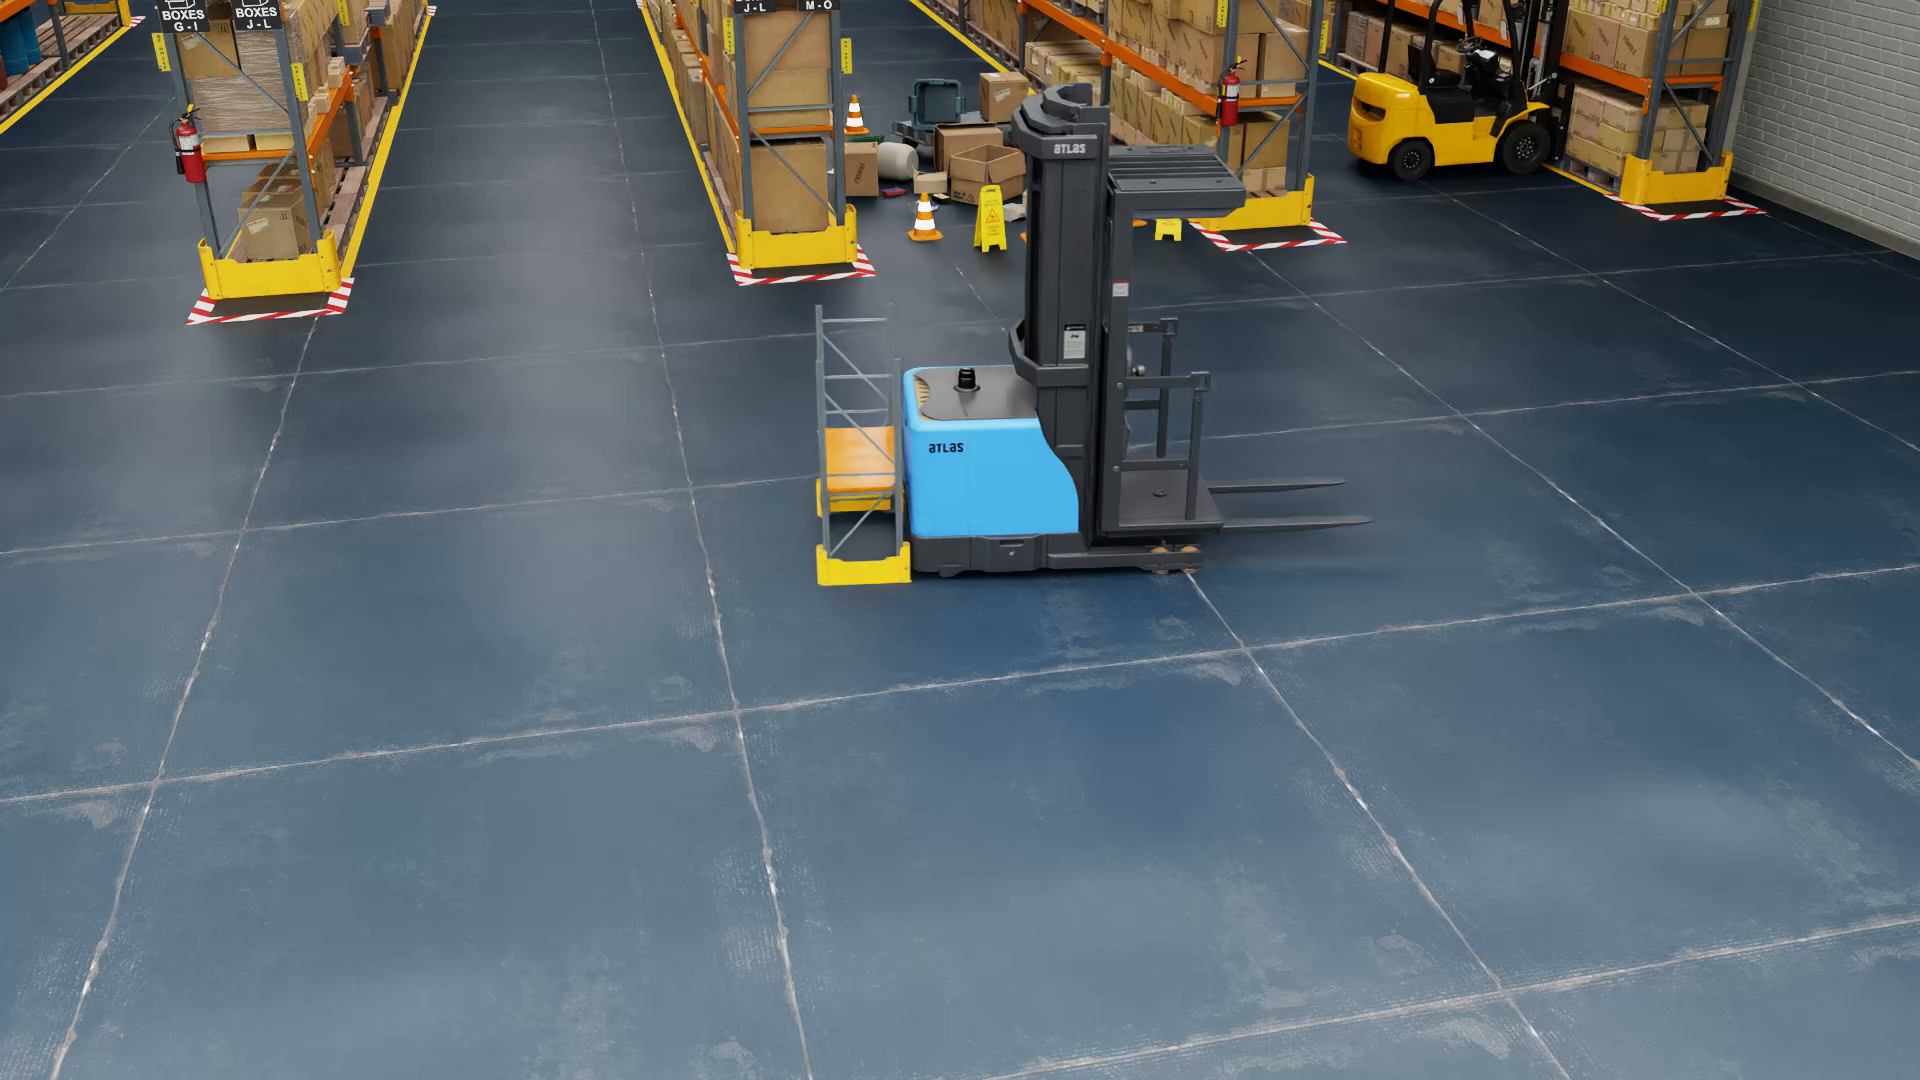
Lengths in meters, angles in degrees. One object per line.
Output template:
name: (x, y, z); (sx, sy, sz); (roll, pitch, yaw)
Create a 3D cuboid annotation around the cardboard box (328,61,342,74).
cardboard box: (-7.003, -5.154, 18.258); (0.380, 0.149, 0.250); (-6, 27, -12)

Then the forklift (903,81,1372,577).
forklift: (1.156, -1.327, 10.473); (3.031, 2.935, 1.130); (-2, 27, -4)

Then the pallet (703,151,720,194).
pallet: (-2.435, -4.314, 19.410); (1.003, 0.211, 1.213); (-6, 27, -12)

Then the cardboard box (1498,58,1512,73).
cardboard box: (7.014, -5.890, 20.913); (0.500, 0.250, 0.500); (-6, 27, -12)

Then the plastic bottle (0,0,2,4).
plastic bottle: (-13.207, -7.471, 22.707); (0.152, 0.276, 0.135); (-6, 27, -12)

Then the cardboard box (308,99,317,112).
cardboard box: (-6.604, -4.271, 16.508); (0.380, 0.149, 0.250); (-6, 27, -12)

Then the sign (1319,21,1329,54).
sign: (3.700, -5.133, 16.977); (0.100, 0.325, 0.005); (-6, 27, -12)

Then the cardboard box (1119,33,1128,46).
cardboard box: (2.136, -6.059, 20.051); (0.380, 0.149, 0.250); (-5, 27, -10)

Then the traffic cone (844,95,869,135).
traffic cone: (-1.361, -5.510, 21.500); (0.336, 0.463, 0.334); (-6, 27, -12)

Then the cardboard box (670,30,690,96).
cardboard box: (-3.382, -6.563, 22.802); (1.050, 0.750, 0.750); (-6, 27, -12)

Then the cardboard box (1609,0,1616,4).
cardboard box: (7.566, -6.134, 18.760); (0.380, 0.149, 0.250); (-6, 27, -11)

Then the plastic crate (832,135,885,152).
plastic crate: (-1.214, -4.728, 20.191); (0.450, 0.188, 0.662); (-2, 25, 20)

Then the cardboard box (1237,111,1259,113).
cardboard box: (3.131, -4.608, 18.651); (0.500, 0.500, 0.500); (-7, 28, -14)

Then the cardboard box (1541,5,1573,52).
cardboard box: (7.292, -6.105, 19.751); (0.500, 0.500, 0.500); (-6, 27, -11)

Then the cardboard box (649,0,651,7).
cardboard box: (-5.276, -9.483, 29.253); (0.380, 0.149, 0.250); (-6, 27, -11)

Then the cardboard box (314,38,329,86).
cardboard box: (-7.054, -4.983, 17.198); (0.875, 0.500, 0.500); (-6, 27, -12)

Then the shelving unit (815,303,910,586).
shelving unit: (-0.649, -0.632, 10.684); (0.587, 1.500, 1.083); (-2, 27, -4)

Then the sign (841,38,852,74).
sign: (-1.086, -4.620, 15.873); (0.100, 0.325, 0.005); (-6, 27, -12)

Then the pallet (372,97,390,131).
pallet: (-8.112, -5.609, 21.976); (1.003, 0.211, 1.213); (-6, 27, -12)

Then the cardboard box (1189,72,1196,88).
cardboard box: (2.677, -4.937, 17.827); (0.380, 0.149, 0.250); (-6, 27, -12)

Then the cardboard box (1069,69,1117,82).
cardboard box: (1.984, -6.007, 22.120); (0.950, 0.372, 0.625); (-4, 27, -8)

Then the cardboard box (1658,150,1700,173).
cardboard box: (8.087, -4.393, 19.056); (0.500, 0.250, 0.500); (-6, 27, -11)

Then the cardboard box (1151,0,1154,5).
cardboard box: (2.545, -6.187, 18.475); (0.700, 0.500, 0.500); (-6, 27, -12)

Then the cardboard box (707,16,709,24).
cardboard box: (-2.435, -5.807, 19.106); (0.875, 0.550, 0.550); (-6, 27, -12)

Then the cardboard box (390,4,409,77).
cardboard box: (-8.615, -7.134, 23.793); (1.225, 0.875, 0.875); (-6, 27, -11)

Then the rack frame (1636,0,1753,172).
rack frame: (8.007, -5.197, 18.065); (1.000, 3.000, 0.127); (-6, 27, -12)

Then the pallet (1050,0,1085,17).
pallet: (1.855, -7.253, 22.351); (1.003, 0.211, 1.213); (-6, 27, -12)

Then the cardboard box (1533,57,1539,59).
cardboard box: (7.534, -5.943, 21.017); (0.500, 0.250, 0.500); (-6, 27, -12)

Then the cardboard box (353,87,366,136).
cardboard box: (-7.718, -5.251, 20.456); (0.700, 0.500, 0.500); (-8, 28, -16)

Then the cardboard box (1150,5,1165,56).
cardboard box: (2.467, -5.744, 18.707); (0.500, 0.500, 0.500); (-6, 27, -11)

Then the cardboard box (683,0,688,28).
cardboard box: (-3.252, -6.814, 21.156); (0.500, 0.500, 0.500); (-6, 27, -12)

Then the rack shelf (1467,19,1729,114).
rack shelf: (7.556, -5.754, 19.967); (1.077, 0.370, 4.000); (-6, 27, -12)

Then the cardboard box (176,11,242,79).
cardboard box: (-6.848, -4.526, 15.183); (0.500, 0.500, 0.500); (-6, 27, -12)

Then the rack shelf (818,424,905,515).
rack shelf: (-0.648, -0.467, 10.757); (0.538, 0.185, 1.000); (-2, 27, -4)

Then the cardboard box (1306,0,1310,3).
cardboard box: (5.723, -8.619, 26.432); (0.380, 0.149, 0.250); (-5, 27, -10)

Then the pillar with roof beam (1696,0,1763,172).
pillar with roof beam: (4.534, -7.836, 16.634); (9.100, 9.000, 0.400); (-6, 27, -12)

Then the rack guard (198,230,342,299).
rack guard: (-6.501, -2.603, 15.699); (1.175, 0.500, 0.348); (-6, 27, -12)

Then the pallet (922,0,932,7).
pallet: (-0.178, -10.128, 30.928); (1.003, 0.211, 1.213); (-6, 27, -12)

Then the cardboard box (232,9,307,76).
cardboard box: (-6.342, -4.578, 15.288); (0.500, 0.500, 0.500); (-6, 27, -12)

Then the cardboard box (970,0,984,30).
cardboard box: (0.685, -8.935, 27.361); (0.875, 0.875, 0.875); (-5, 27, -10)

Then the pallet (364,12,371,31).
pallet: (-7.800, -6.247, 20.357); (1.003, 0.211, 1.213); (-6, 27, -12)

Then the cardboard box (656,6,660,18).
cardboard box: (-4.786, -8.684, 27.340); (0.380, 0.149, 0.250); (-7, 28, -14)

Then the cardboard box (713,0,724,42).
cardboard box: (-2.128, -5.572, 17.442); (0.875, 0.550, 0.500); (-6, 27, -12)

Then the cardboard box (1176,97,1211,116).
cardboard box: (2.589, -4.756, 18.223); (0.380, 0.149, 0.250); (-5, 27, -10)

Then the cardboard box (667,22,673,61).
cardboard box: (-4.083, -7.450, 24.835); (0.500, 0.500, 0.500); (-7, 28, -14)

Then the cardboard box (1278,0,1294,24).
cardboard box: (5.541, -8.621, 27.156); (0.500, 0.500, 0.500); (-7, 28, -13)

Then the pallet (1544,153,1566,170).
pallet: (7.522, -4.819, 20.409); (1.003, 0.211, 1.213); (-6, 27, -12)

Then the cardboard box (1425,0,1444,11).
cardboard box: (6.618, -7.301, 22.400); (0.500, 0.250, 0.500); (-6, 27, -12)

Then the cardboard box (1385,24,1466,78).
cardboard box: (6.638, -6.980, 23.766); (0.875, 0.625, 0.625); (-7, 28, -14)

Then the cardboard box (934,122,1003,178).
cardboard box: (0.090, -4.562, 19.425); (0.797, 0.637, 0.503); (-6, 27, -12)

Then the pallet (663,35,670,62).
pallet: (-4.156, -7.826, 26.368); (1.003, 0.211, 1.213); (-6, 27, -12)

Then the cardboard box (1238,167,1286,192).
cardboard box: (3.259, -4.034, 18.345); (0.500, 0.250, 0.500); (-6, 27, -12)

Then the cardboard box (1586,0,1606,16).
cardboard box: (7.419, -6.107, 19.036); (0.380, 0.149, 0.250); (-7, 28, -13)

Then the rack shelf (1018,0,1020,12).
rack shelf: (0.918, -8.761, 25.923); (1.077, 0.370, 4.000); (-6, 27, -12)

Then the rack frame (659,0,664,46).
rack frame: (-4.333, -9.413, 26.416); (1.000, 3.000, 0.127); (-6, 27, -12)
